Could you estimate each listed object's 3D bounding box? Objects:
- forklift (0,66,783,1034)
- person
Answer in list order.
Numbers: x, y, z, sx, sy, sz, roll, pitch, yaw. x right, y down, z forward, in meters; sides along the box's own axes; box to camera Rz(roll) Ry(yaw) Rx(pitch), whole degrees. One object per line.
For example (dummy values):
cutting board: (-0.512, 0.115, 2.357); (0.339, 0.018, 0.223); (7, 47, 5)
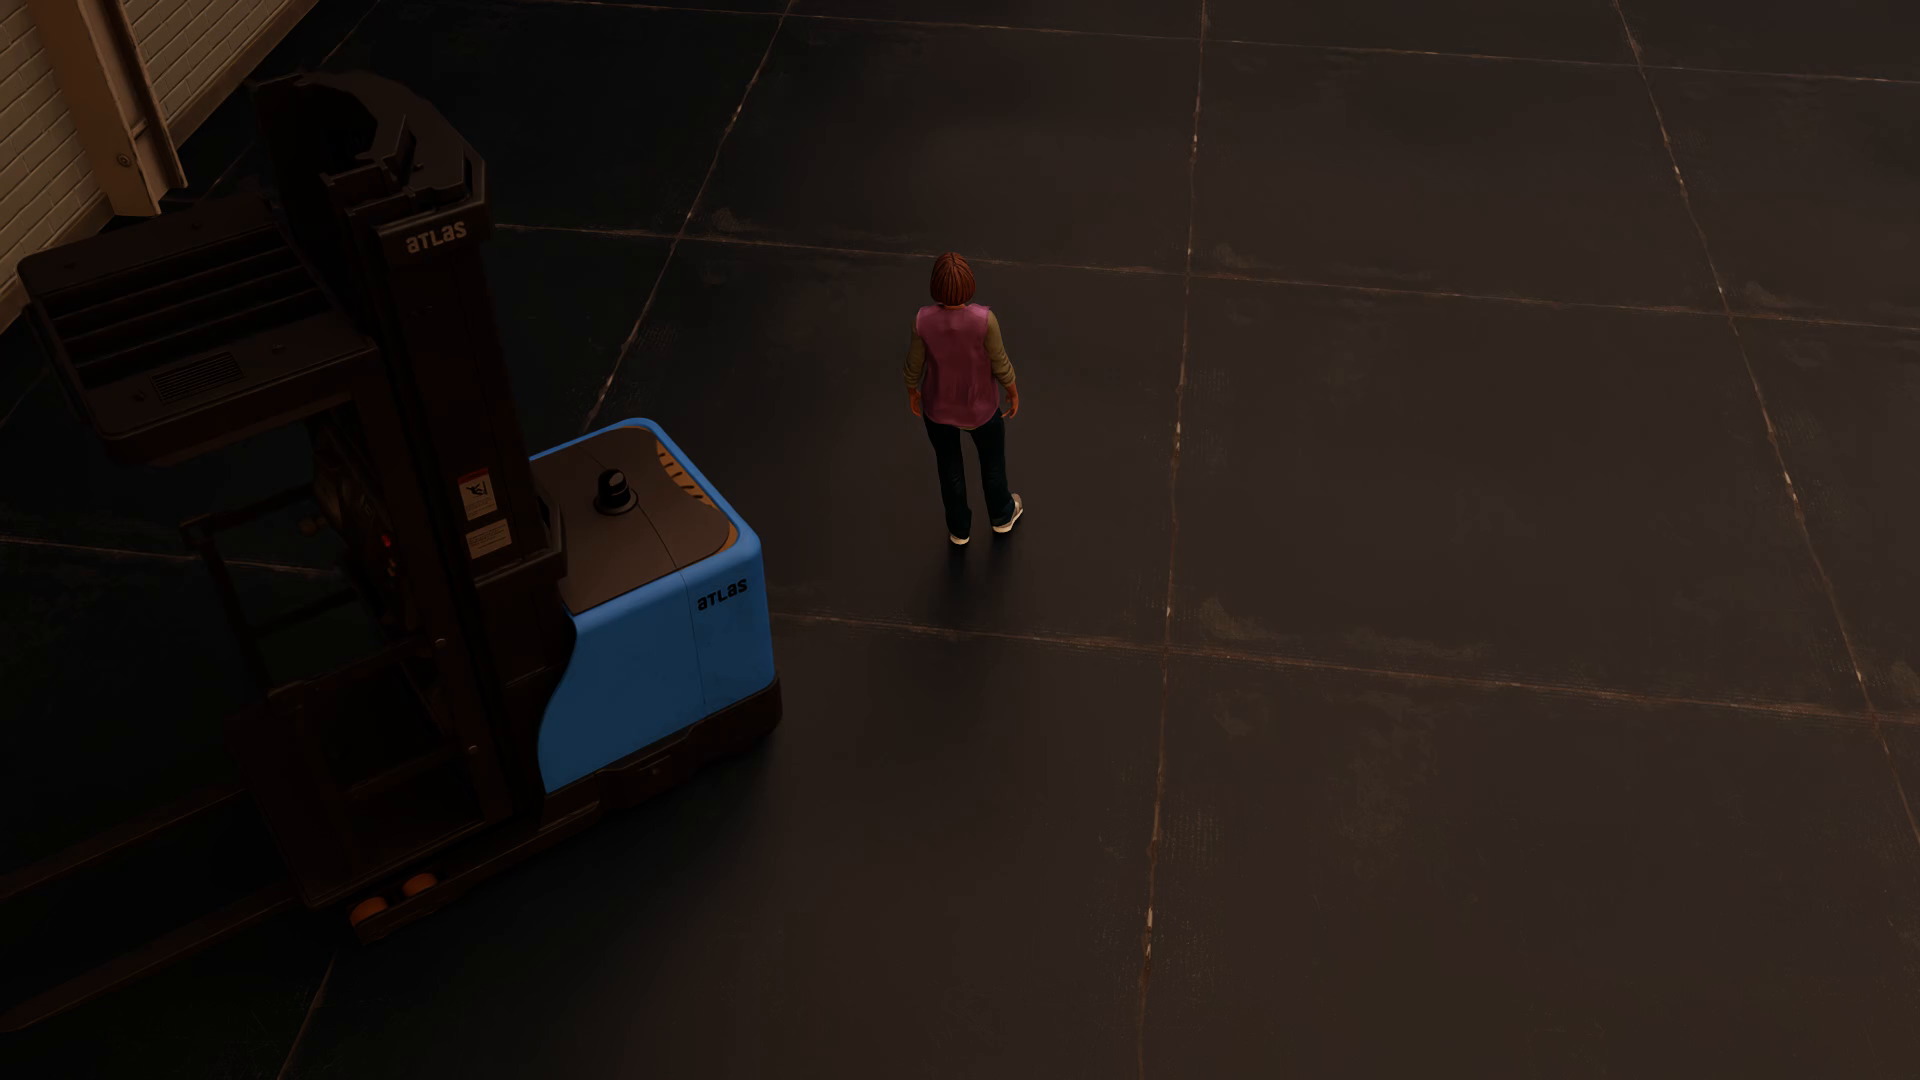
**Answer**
forklift: (-2.247, 0.014, 5.709); (3.031, 2.935, 1.130); (-25, 48, -25)
person: (0.023, -0.641, 7.398); (0.520, 1.596, 0.475); (5, 43, 6)
